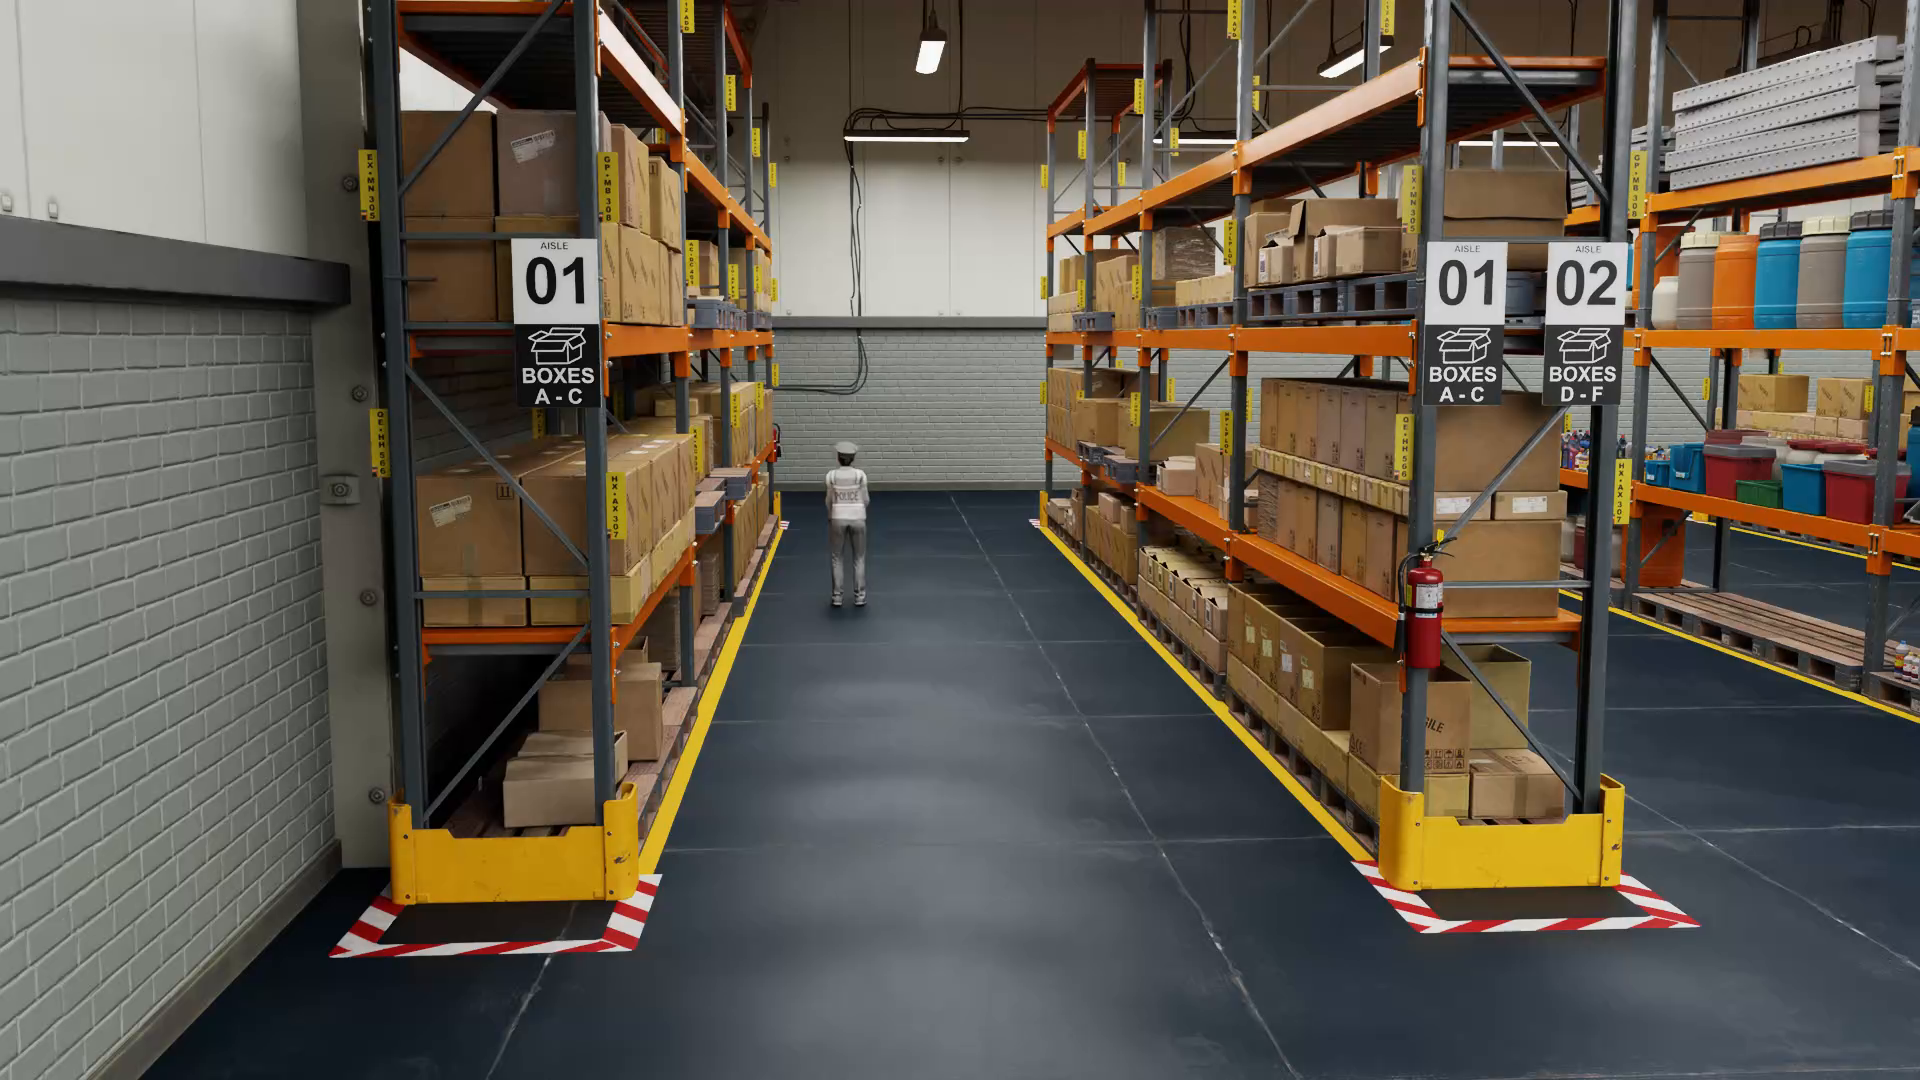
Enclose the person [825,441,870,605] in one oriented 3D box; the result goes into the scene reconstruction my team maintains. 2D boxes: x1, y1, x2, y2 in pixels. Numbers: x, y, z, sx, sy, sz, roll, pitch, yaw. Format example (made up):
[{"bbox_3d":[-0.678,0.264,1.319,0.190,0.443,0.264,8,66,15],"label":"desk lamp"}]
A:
[{"bbox_3d":[-1.155,-0.176,17.101,0.457,1.691,0.528,0,7,-4],"label":"person"}]
